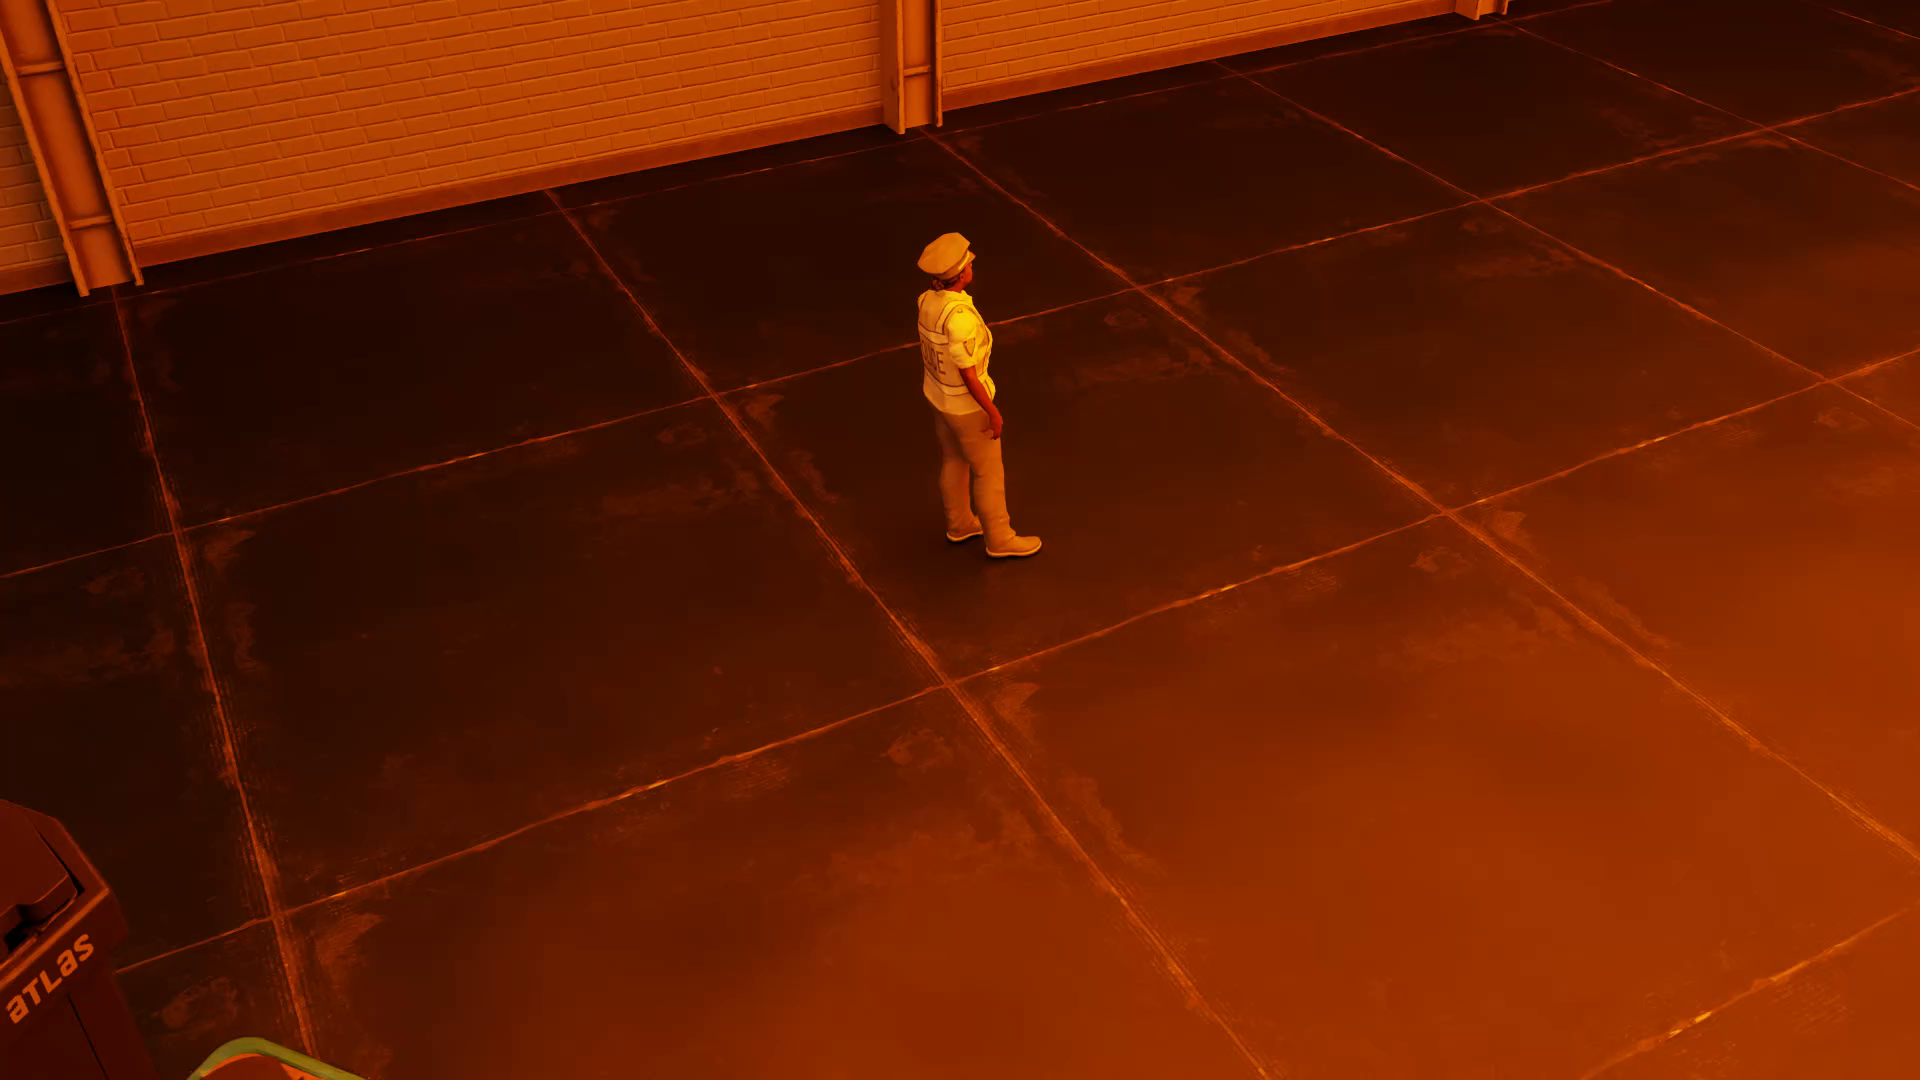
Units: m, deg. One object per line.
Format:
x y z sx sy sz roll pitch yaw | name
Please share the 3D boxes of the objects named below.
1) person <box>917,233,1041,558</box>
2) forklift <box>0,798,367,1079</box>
0.076 -0.707 8.183 0.530 1.695 0.567 -17 39 -23 | person
-2.214 1.987 3.312 1.130 2.935 3.031 13 37 18 | forklift
